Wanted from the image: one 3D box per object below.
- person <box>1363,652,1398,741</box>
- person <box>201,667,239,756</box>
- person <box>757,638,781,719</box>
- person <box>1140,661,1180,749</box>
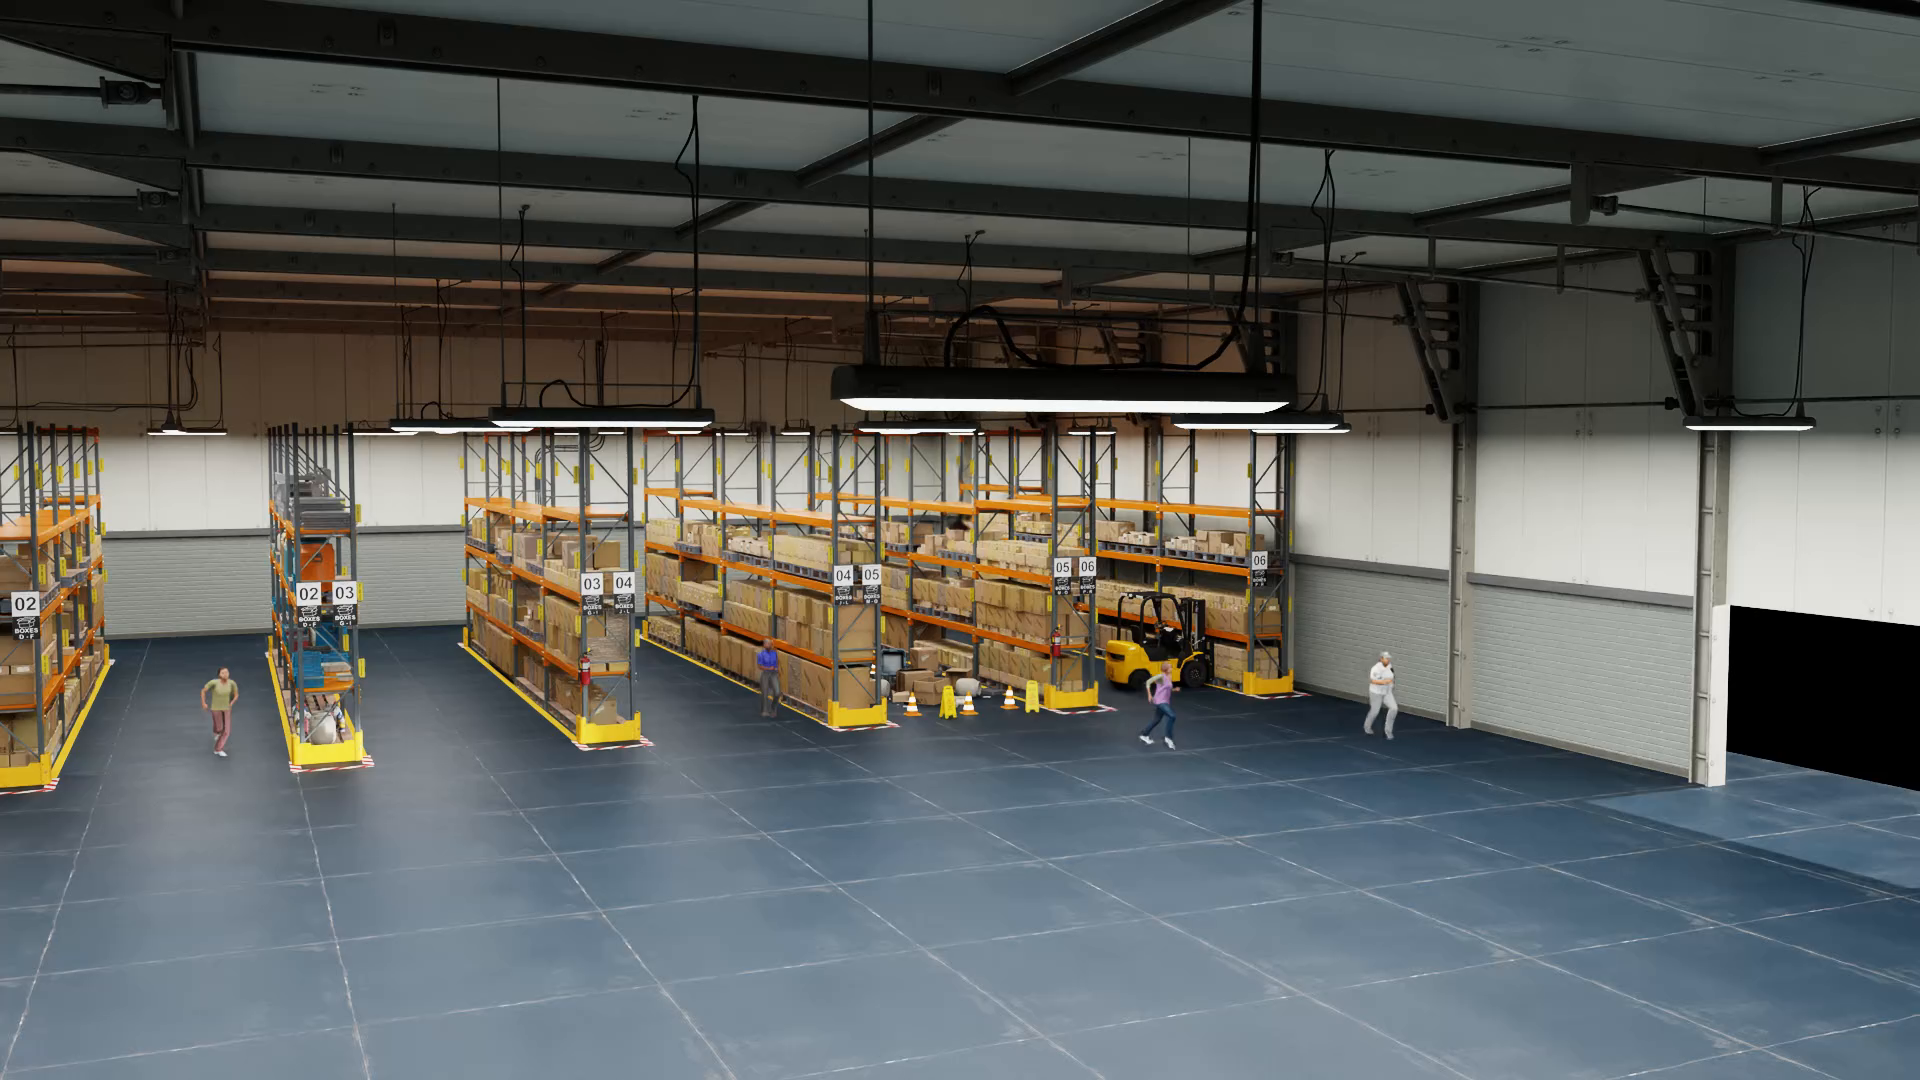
[{"bbox_3d":[8.028,2.964,31.785,0.626,1.704,0.829,-2,4,-27],"label":"person"},{"bbox_3d":[-13.385,3.093,30.116,0.617,1.620,0.647,-3,4,-38],"label":"person"},{"bbox_3d":[-3.868,2.829,33.877,0.546,1.648,0.670,-2,4,-29],"label":"person"},{"bbox_3d":[3.703,3.047,30.788,0.790,1.615,0.555,2,4,30],"label":"person"}]
